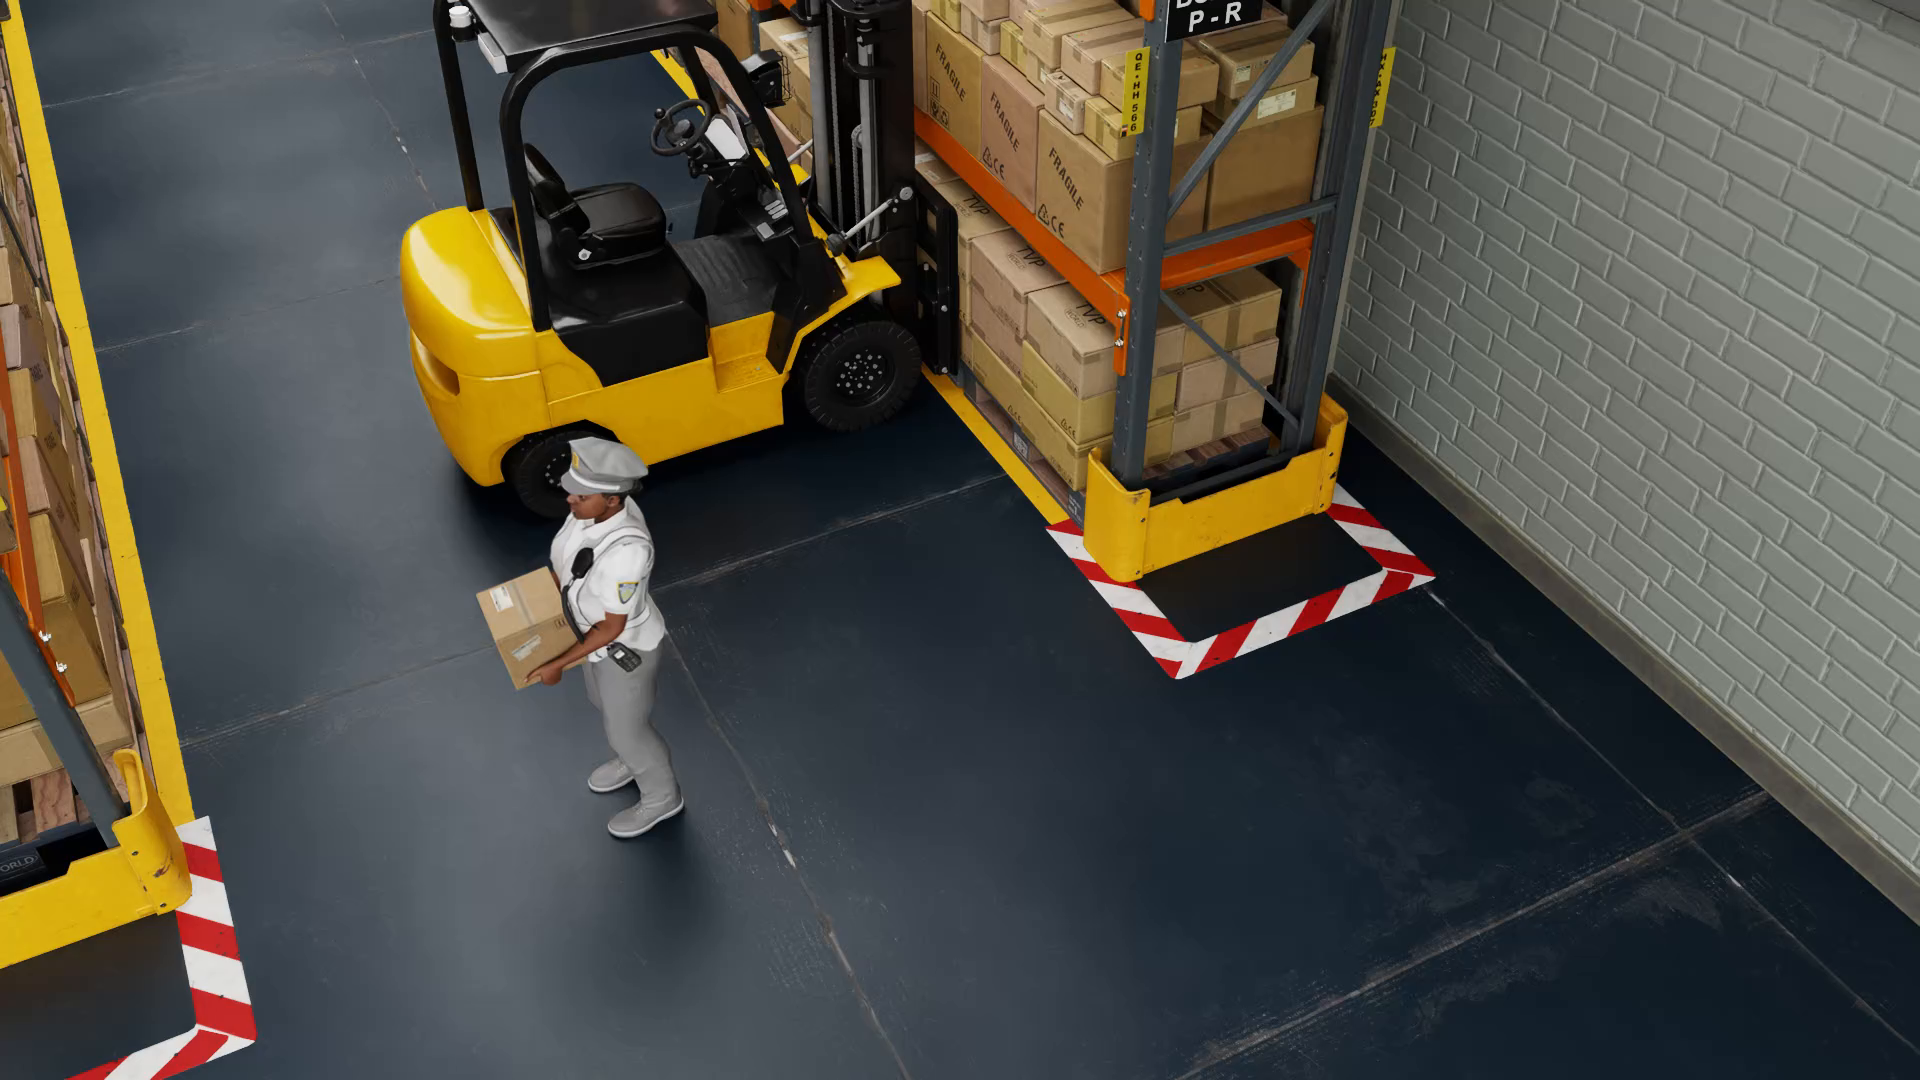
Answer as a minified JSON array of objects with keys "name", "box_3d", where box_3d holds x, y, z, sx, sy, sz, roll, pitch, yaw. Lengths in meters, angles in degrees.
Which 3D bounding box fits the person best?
[{"name":"person","box_3d":[-1.264,0.358,5.740,0.537,1.682,0.451,-18,45,-19]}]
